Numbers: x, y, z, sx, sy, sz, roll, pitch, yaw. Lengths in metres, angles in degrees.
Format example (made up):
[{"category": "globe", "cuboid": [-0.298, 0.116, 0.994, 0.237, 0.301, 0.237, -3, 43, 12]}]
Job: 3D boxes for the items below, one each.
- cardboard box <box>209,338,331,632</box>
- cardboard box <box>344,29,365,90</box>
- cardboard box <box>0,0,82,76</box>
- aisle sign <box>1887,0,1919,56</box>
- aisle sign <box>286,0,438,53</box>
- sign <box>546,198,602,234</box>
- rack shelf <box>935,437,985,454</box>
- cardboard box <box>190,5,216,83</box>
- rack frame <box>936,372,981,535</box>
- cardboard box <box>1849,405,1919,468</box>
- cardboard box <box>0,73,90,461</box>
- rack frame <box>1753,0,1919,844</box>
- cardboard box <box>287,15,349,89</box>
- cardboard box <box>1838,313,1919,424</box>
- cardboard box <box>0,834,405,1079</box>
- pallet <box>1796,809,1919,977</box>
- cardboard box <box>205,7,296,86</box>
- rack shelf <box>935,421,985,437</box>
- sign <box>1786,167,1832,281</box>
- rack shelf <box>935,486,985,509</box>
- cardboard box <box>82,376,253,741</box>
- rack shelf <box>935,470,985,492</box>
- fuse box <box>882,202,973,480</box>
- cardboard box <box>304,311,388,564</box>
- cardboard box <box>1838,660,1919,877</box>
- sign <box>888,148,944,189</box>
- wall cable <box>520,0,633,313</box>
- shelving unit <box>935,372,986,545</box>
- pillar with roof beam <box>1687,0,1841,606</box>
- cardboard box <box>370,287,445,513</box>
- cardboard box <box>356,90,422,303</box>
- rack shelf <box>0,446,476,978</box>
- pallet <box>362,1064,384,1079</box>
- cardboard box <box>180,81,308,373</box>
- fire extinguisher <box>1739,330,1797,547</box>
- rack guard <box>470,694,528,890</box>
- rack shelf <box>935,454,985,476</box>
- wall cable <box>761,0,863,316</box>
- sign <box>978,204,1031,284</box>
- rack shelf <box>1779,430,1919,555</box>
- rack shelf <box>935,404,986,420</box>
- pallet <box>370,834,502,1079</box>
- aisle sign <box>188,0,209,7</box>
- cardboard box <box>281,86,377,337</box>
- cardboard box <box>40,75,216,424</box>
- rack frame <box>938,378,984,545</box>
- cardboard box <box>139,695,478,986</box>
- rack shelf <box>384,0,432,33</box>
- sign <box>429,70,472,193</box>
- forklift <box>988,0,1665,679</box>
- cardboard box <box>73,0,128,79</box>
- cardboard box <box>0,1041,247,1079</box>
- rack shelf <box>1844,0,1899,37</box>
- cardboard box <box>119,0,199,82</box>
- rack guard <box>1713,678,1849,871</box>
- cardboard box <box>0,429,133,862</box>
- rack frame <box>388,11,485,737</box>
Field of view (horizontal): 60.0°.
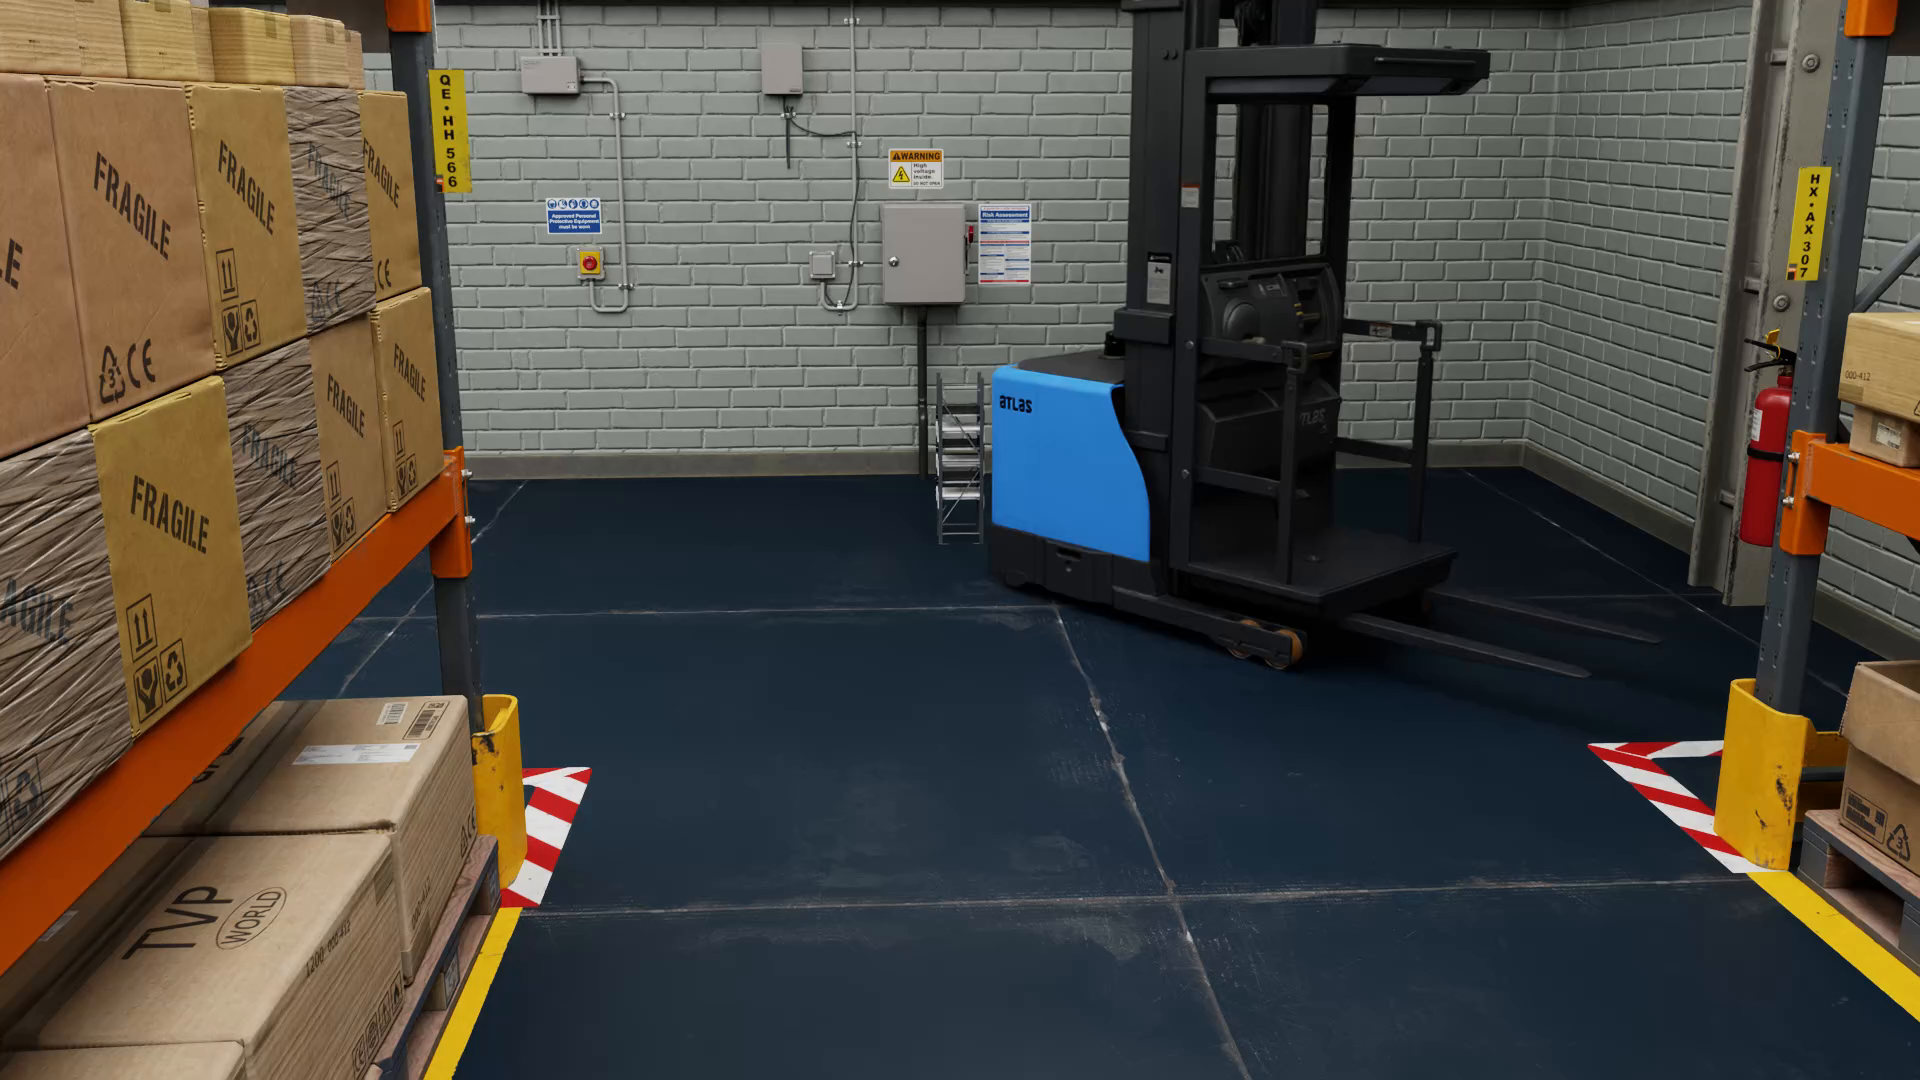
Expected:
[{"category": "cardboard box", "cuboid": [-1.583, -0.112, 3.242, 0.500, 0.500, 0.500, 0, 14, -2]}, {"category": "cardboard box", "cuboid": [-1.712, -1.193, 4.135, 0.380, 0.149, 0.250, -1, 14, -3]}, {"category": "cardboard box", "cuboid": [-1.523, -0.746, 2.397, 0.380, 0.149, 0.250, -1, 14, -3]}, {"category": "aisle sign", "cuboid": [2.722, -1.781, 4.713, 0.394, 0.787, 0.004, -1, 14, -3]}, {"category": "aisle sign", "cuboid": [-1.630, -1.714, 4.452, 0.394, 0.787, 0.004, -1, 14, -3]}, {"category": "sign", "cuboid": [-2.359, -1.980, 10.159, 0.327, 0.218, 0.001, -1, 14, -3]}, {"category": "rack shelf", "cuboid": [-0.001, -0.493, 8.908, 0.258, 0.077, 0.200, -1, 14, -3]}, {"category": "cardboard box", "cuboid": [-1.653, -0.938, 3.143, 0.380, 0.149, 0.250, -1, 14, -4]}, {"category": "rack frame", "cuboid": [-0.007, -0.463, 9.020, 0.240, 0.900, 0.006, -1, 14, -3]}, {"category": "cardboard box", "cuboid": [2.766, -0.302, 4.686, 0.380, 0.149, 0.250, -1, 14, -4]}, {"category": "cardboard box", "cuboid": [-1.520, -0.346, 2.143, 0.500, 0.500, 0.500, -1, 14, -2]}, {"category": "rack frame", "cuboid": [3.019, -0.510, 4.989, 1.000, 3.000, 0.127, -1, 14, -3]}, {"category": "cardboard box", "cuboid": [-1.573, -1.067, 3.646, 0.380, 0.149, 0.250, -1, 14, -4]}, {"category": "cardboard box", "cuboid": [2.779, -0.464, 4.516, 0.500, 0.250, 0.500, -1, 14, -3]}, {"category": "cardboard box", "cuboid": [-1.729, 0.995, 3.438, 0.875, 0.438, 0.875, 0, 14, -2]}, {"category": "pallet", "cuboid": [3.074, 1.058, 4.492, 1.003, 0.211, 1.213, -1, 14, -3]}, {"category": "cardboard box", "cuboid": [-1.598, -1.004, 3.400, 0.380, 0.149, 0.250, -1, 14, -2]}, {"category": "rack shelf", "cuboid": [-0.001, -0.580, 8.886, 0.258, 0.077, 0.200, -1, 14, -3]}, {"category": "sign", "cuboid": [2.478, -0.921, 4.848, 0.100, 0.325, 0.005, -1, 14, -3]}, {"category": "rack shelf", "cuboid": [-0.001, -0.231, 8.975, 0.258, 0.077, 0.200, -1, 14, -3]}, {"category": "cardboard box", "cuboid": [-1.538, 0.016, 2.743, 0.500, 0.500, 0.500, 0, 14, -2]}, {"category": "rack shelf", "cuboid": [-0.001, -0.318, 8.953, 0.258, 0.077, 0.200, -1, 14, -3]}, {"category": "fuse box", "cuboid": [-0.202, -1.207, 10.282, 0.539, 1.711, 0.414, -1, 14, -3]}, {"category": "cardboard box", "cuboid": [-1.624, -0.240, 3.738, 0.500, 0.500, 0.500, -1, 14, -5]}, {"category": "cardboard box", "cuboid": [2.963, 0.649, 4.651, 0.797, 0.503, 0.637, -1, 15, -6]}, {"category": "sign", "cuboid": [-0.270, -2.281, 10.215, 0.339, 0.242, 0.001, -1, 14, -3]}, {"category": "wall cable", "cuboid": [-2.307, -2.342, 10.006, 0.585, 1.953, 0.123, -1, 14, -3]}, {"category": "shelving unit", "cuboid": [-0.001, -0.438, 8.922, 0.258, 0.900, 0.210, -1, 14, -3]}, {"category": "pillar with roof beam", "cuboid": [-0.545, -4.033, 6.643, 9.100, 9.000, 0.400, -1, 14, -3]}, {"category": "cardboard box", "cuboid": [-1.640, -0.365, 4.224, 0.500, 0.500, 0.500, -1, 14, -3]}, {"category": "cardboard box", "cuboid": [-1.667, -0.849, 4.099, 0.500, 0.500, 0.500, 0, 14, -2]}, {"category": "rack shelf", "cuboid": [-1.811, 0.413, 2.844, 1.077, 0.370, 4.000, -1, 14, -3]}, {"category": "pallet", "cuboid": [-1.734, 1.418, 3.090, 1.003, 0.211, 1.213, -1, 14, -3]}, {"category": "cardboard box", "cuboid": [-1.578, -0.596, 3.117, 0.500, 0.500, 0.500, -1, 14, -4]}, {"category": "fire extinguisher", "cuboid": [2.549, -0.321, 5.159, 0.296, 0.674, 0.183, -1, 14, -3]}, {"category": "rack guard", "cuboid": [-1.936, 0.772, 5.022, 1.175, 0.500, 0.348, -1, 14, -3]}, {"category": "rack shelf", "cuboid": [-0.001, -0.406, 8.930, 0.258, 0.077, 0.200, -1, 14, -3]}, {"category": "wall cable", "cuboid": [-0.892, -2.351, 10.106, 0.588, 1.984, 0.122, -1, 14, -3]}, {"category": "sign", "cuboid": [0.279, -1.844, 10.363, 0.329, 0.494, 0.001, -1, 14, -3]}, {"category": "rack shelf", "cuboid": [3.143, 0.336, 3.145, 1.077, 0.370, 4.000, -1, 14, -3]}, {"category": "rack shelf", "cuboid": [-0.001, -0.667, 8.863, 0.258, 0.077, 0.200, -1, 14, -3]}, {"category": "pallet", "cuboid": [-1.807, 1.116, 4.267, 1.003, 0.211, 1.213, -1, 14, -3]}, {"category": "aisle sign", "cuboid": [-2.228, -1.705, 4.416, 0.394, 0.787, 0.004, -1, 14, -3]}, {"category": "cardboard box", "cuboid": [-1.605, -0.719, 3.595, 0.500, 0.500, 0.500, -1, 14, -3]}, {"category": "cardboard box", "cuboid": [-1.549, -0.471, 2.631, 0.500, 0.500, 0.500, -1, 14, -4]}, {"category": "rack frame", "cuboid": [0.006, -0.413, 8.824, 0.240, 0.900, 0.006, -1, 14, -3]}, {"category": "cardboard box", "cuboid": [-1.794, 0.768, 4.322, 0.875, 0.438, 0.875, -1, 14, -5]}, {"category": "rack shelf", "cuboid": [-1.811, -1.039, 2.470, 1.077, 0.370, 4.000, -1, 14, -3]}, {"category": "sign", "cuboid": [-1.392, -1.113, 4.533, 0.100, 0.325, 0.005, -1, 14, -3]}, {"category": "forklift", "cuboid": [1.515, -1.024, 7.125, 1.130, 2.935, 3.031, -13, 20, -42]}, {"category": "cardboard box", "cuboid": [-1.581, -0.811, 2.650, 0.380, 0.149, 0.250, 0, 14, -2]}, {"category": "cardboard box", "cuboid": [-1.675, 1.219, 2.566, 0.875, 0.438, 0.875, -1, 14, -5]}, {"category": "rack shelf", "cuboid": [3.143, -1.117, 2.771, 1.077, 0.370, 4.000, -1, 14, -3]}, {"category": "cardboard box", "cuboid": [-1.579, -0.877, 2.904, 0.380, 0.149, 0.250, -1, 14, -2]}, {"category": "rack guard", "cuboid": [3.024, 0.719, 5.227, 1.175, 0.500, 0.348, -1, 14, -3]}, {"category": "cardboard box", "cuboid": [-1.506, 0.144, 2.245, 0.500, 0.500, 0.500, -1, 14, -3]}, {"category": "rack frame", "cuboid": [-1.935, -0.432, 4.687, 1.000, 3.000, 0.127, -1, 14, -3]}]
